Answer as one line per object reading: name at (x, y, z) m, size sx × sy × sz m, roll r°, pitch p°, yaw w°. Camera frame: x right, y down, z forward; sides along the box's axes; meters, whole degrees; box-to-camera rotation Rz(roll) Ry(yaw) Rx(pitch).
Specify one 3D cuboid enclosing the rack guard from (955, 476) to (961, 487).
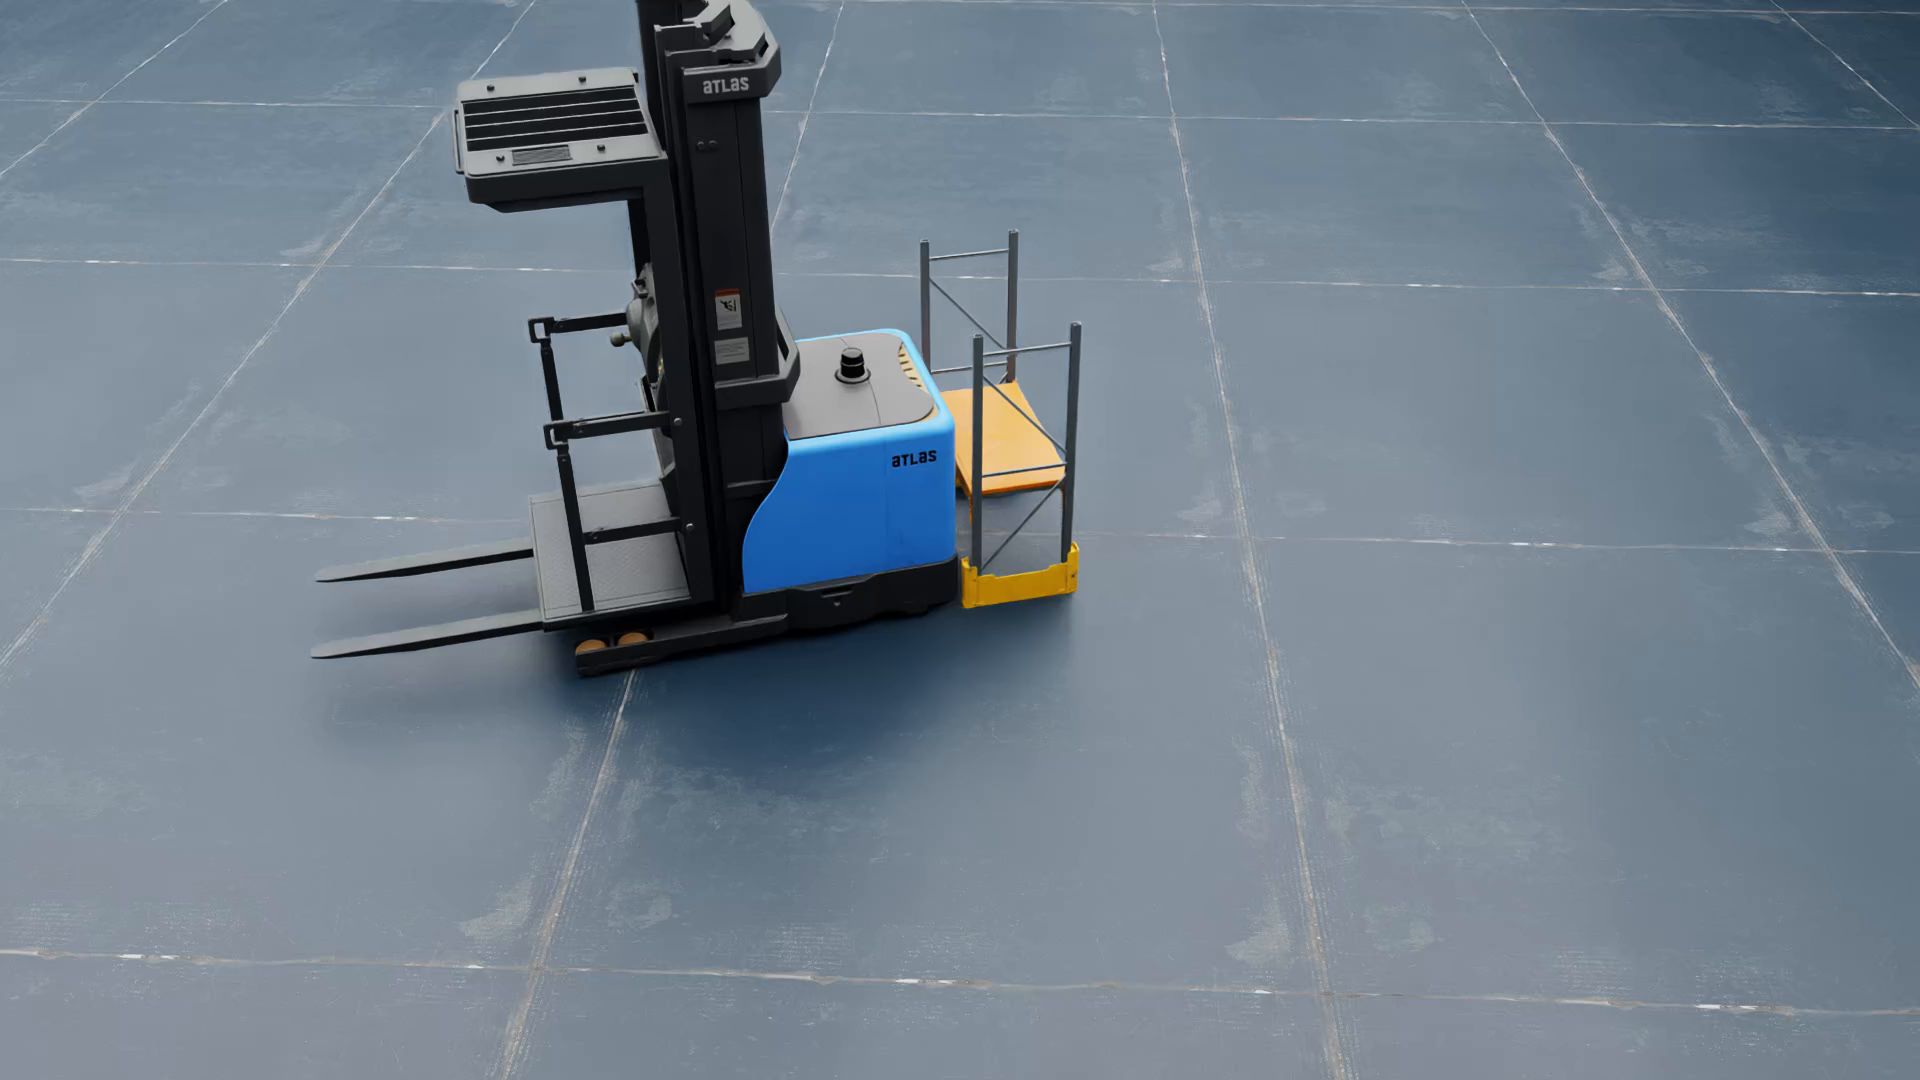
rack guard at (0.046, -0.381, 9.020) m, size 0.587 × 0.250 × 0.087 m, roll -8°, pitch 36°, yaw -12°

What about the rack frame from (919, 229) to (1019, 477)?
rack frame at (0.045, -0.893, 8.662) m, size 0.500 × 1.500 × 0.032 m, roll -8°, pitch 36°, yaw -12°

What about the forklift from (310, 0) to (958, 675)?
forklift at (-1.583, -0.904, 7.433) m, size 3.031 × 2.935 × 1.130 m, roll -9°, pitch 36°, yaw -13°

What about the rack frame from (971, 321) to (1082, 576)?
rack frame at (0.301, -0.327, 7.857) m, size 0.500 × 1.500 × 0.032 m, roll -8°, pitch 36°, yaw -12°

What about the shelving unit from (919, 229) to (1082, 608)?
shelving unit at (0.171, -0.615, 8.267) m, size 0.587 × 1.500 × 1.083 m, roll -8°, pitch 36°, yaw -12°

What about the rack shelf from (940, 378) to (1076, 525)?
rack shelf at (0.173, -0.463, 8.363) m, size 0.538 × 0.185 × 1.000 m, roll -8°, pitch 36°, yaw -12°

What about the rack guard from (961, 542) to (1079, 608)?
rack guard at (0.296, 0.173, 8.232) m, size 0.587 × 0.250 × 0.087 m, roll -8°, pitch 36°, yaw -12°
